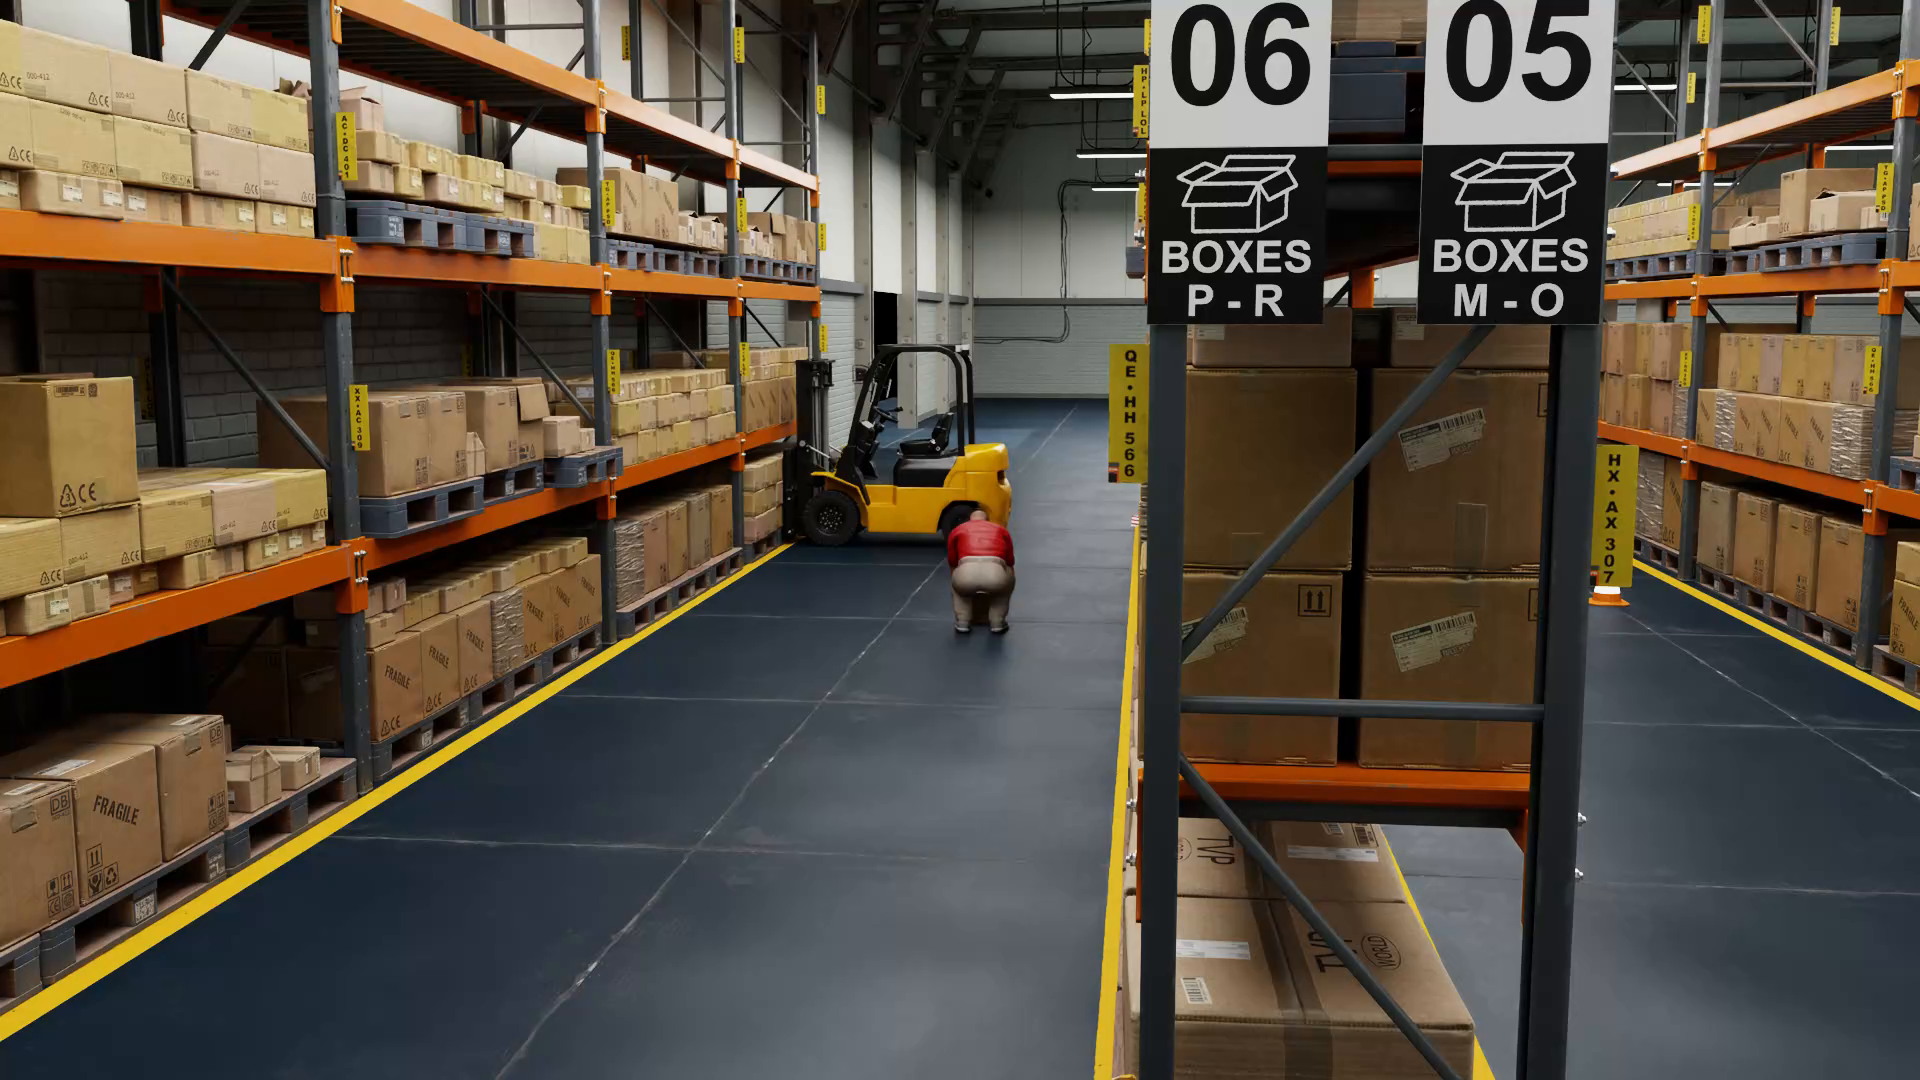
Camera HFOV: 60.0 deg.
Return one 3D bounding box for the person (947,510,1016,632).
[{"bbox_3d":[0.161,0.253,13.128,0.556,0.901,0.860,1,8,6],"label":"person"}]
